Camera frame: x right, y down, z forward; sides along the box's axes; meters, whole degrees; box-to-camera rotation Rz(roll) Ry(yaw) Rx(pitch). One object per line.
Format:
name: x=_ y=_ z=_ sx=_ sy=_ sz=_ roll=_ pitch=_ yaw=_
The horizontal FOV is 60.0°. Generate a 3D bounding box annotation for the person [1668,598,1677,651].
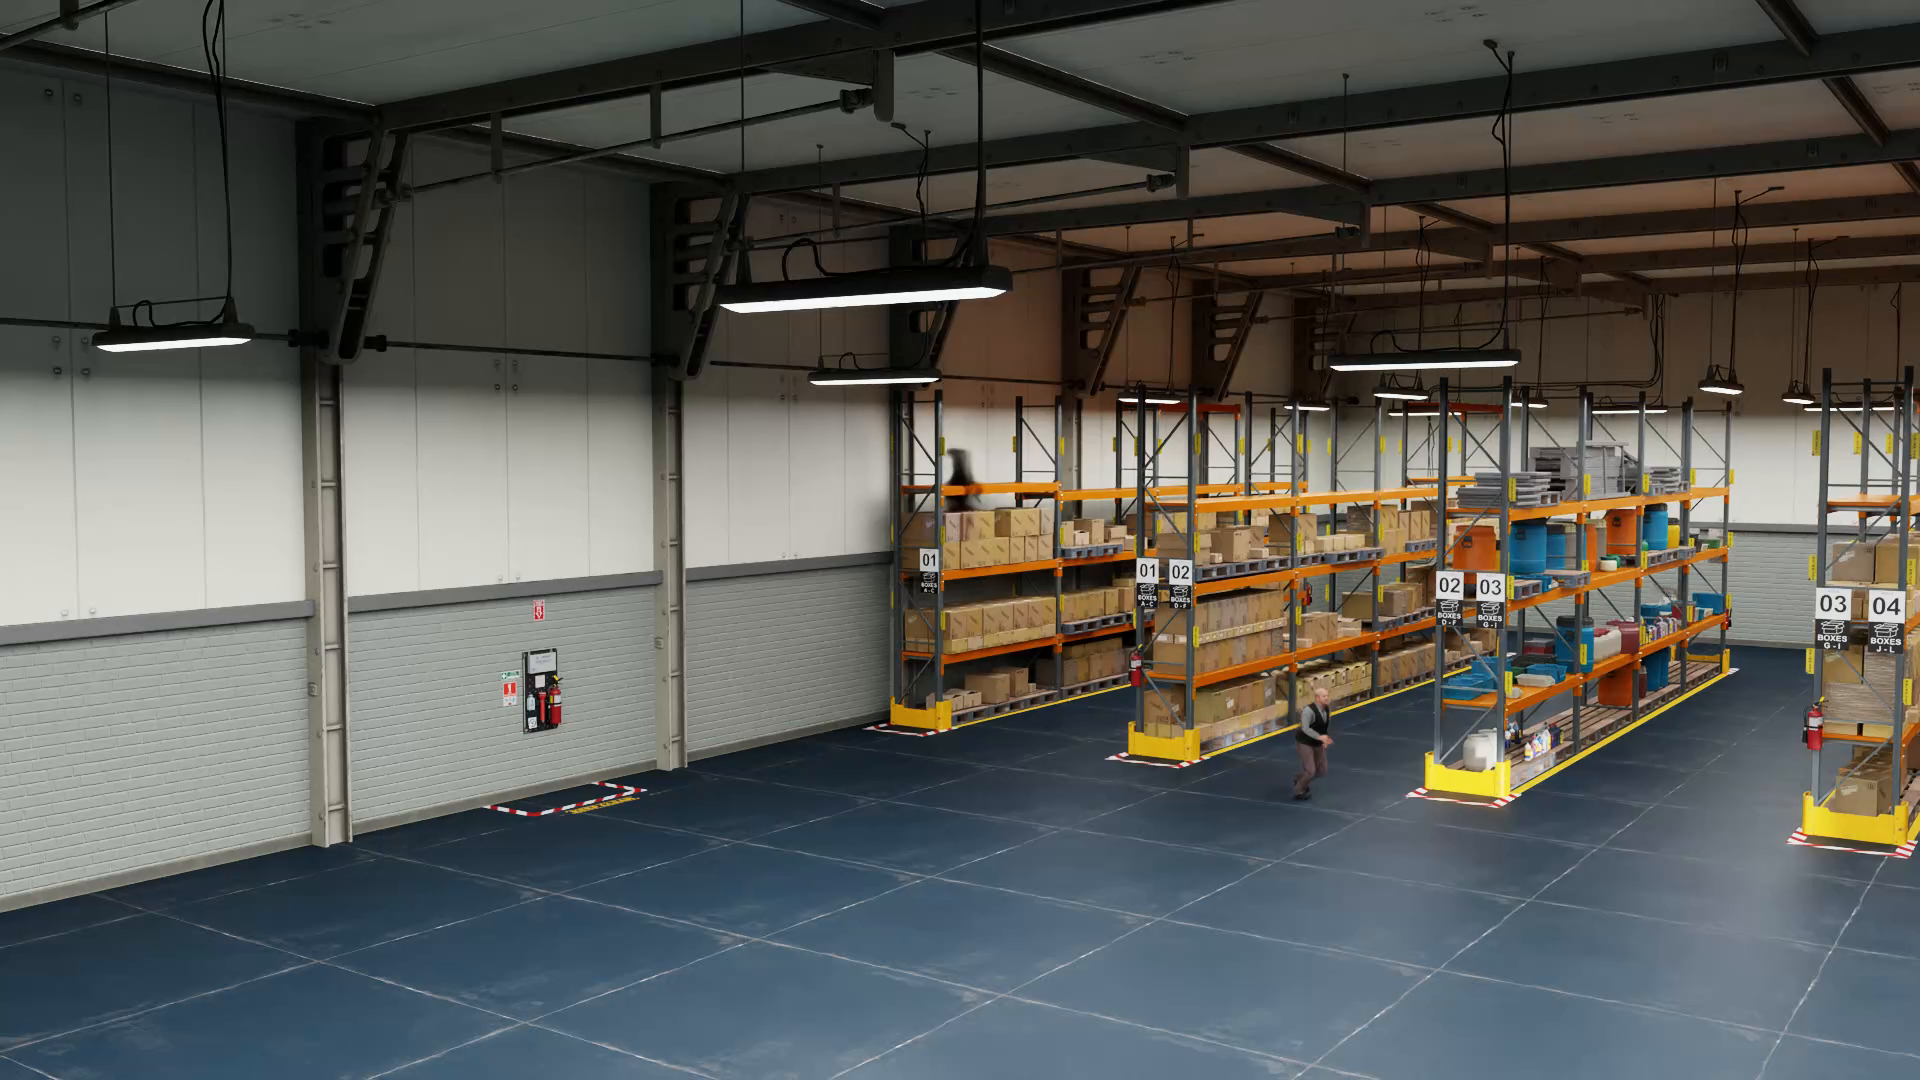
person: x=17.405 y=1.959 z=40.475 sx=0.545 sy=1.516 sz=0.669 roll=-2 pitch=4 yaw=-25

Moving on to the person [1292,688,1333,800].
person: x=4.971 y=2.874 z=23.495 sx=0.636 sy=1.612 sz=0.762 roll=-3 pitch=4 yaw=-43
